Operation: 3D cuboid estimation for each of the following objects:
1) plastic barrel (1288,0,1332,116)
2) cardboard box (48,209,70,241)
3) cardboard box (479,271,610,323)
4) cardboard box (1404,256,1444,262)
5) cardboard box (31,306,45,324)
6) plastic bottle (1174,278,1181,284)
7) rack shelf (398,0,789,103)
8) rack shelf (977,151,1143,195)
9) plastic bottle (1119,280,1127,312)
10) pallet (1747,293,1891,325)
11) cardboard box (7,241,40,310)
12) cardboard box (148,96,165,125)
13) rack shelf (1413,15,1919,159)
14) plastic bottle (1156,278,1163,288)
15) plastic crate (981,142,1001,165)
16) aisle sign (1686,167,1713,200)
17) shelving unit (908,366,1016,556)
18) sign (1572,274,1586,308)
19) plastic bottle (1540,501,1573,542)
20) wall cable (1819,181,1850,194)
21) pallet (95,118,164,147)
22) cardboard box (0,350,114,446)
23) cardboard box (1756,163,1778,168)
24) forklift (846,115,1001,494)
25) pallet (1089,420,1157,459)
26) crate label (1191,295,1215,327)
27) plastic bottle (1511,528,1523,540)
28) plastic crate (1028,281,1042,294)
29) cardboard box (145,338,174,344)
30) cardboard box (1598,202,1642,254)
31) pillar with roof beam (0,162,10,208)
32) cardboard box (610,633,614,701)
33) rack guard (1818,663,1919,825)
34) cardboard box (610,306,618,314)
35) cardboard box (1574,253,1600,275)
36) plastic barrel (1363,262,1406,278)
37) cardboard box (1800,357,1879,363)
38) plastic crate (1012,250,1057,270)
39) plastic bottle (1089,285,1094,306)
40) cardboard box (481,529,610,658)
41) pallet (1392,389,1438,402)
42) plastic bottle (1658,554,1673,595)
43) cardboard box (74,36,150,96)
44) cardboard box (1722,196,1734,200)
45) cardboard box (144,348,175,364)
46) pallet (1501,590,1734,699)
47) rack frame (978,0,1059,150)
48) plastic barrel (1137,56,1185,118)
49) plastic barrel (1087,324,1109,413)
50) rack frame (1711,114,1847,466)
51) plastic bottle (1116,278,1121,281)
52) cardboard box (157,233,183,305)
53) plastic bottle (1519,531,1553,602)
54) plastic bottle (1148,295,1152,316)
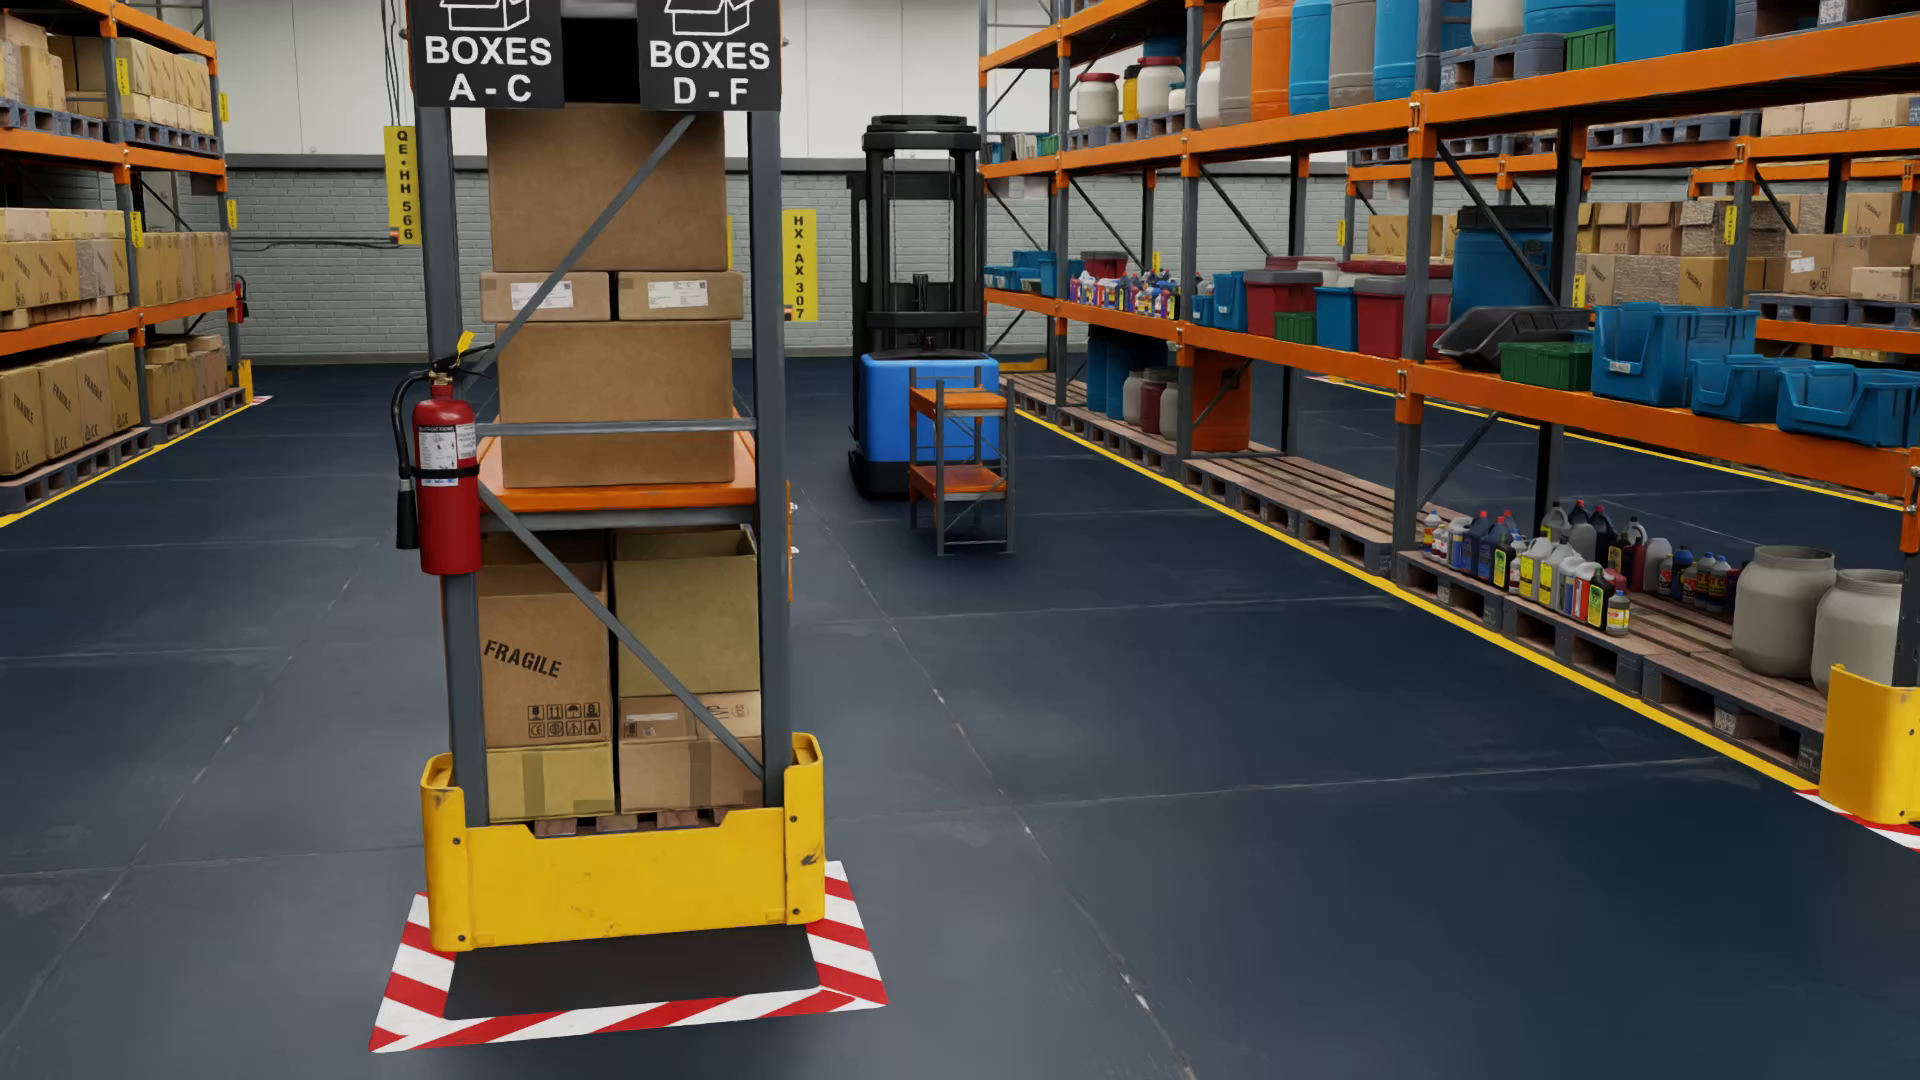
[{"bbox_3d":[2.500,-3.281,11.051,0.600,0.901,0.708,-2,11,-11],"label":"plastic barrel"},{"bbox_3d":[-7.577,-2.559,13.498,0.500,0.250,0.500,-2,11,-12],"label":"cardboard box"},{"bbox_3d":[-1.277,-0.754,5.134,0.380,0.149,0.250,-2,11,-12],"label":"cardboard box"},{"bbox_3d":[5.727,-3.309,20.165,0.500,0.250,0.500,-2,11,-12],"label":"cardboard box"},{"bbox_3d":[-7.544,-1.800,13.249,0.380,0.149,0.250,-2,11,-10],"label":"cardboard box"},{"bbox_3d":[2.099,-2.398,16.104,0.152,0.276,0.135,-2,11,-11],"label":"plastic bottle"},{"bbox_3d":[-1.405,-1.810,6.586,1.077,0.370,4.000,-2,11,-11],"label":"rack shelf"},{"bbox_3d":[1.121,-4.190,19.092,1.077,0.370,4.000,-2,11,-11],"label":"rack shelf"},{"bbox_3d":[1.507,-2.239,15.251,0.061,0.283,0.133,-2,11,-11],"label":"plastic bottle"},{"bbox_3d":[7.389,-1.929,13.822,1.213,0.211,1.003,-2,11,-11],"label":"pallet"},{"bbox_3d":[-7.366,-2.009,12.615,0.500,0.500,0.500,-2,11,-9],"label":"cardboard box"},{"bbox_3d":[-8.169,-4.229,16.380,0.500,0.250,0.500,-2,11,-12],"label":"cardboard box"},{"bbox_3d":[3.455,-1.990,7.529,1.077,0.370,4.000,-2,11,-11],"label":"rack shelf"},{"bbox_3d":[1.954,-2.412,16.192,0.097,0.271,0.097,0,11,0],"label":"plastic bottle"},{"bbox_3d":[0.533,-4.766,20.540,0.497,0.269,0.590,-2,11,-11],"label":"plastic crate"},{"bbox_3d":[10.167,-5.059,22.799,0.394,0.787,0.004,-2,11,-11],"label":"aisle sign"},{"bbox_3d":[-0.001,-0.554,11.098,0.538,1.125,1.048,-2,11,-11],"label":"shelving unit"},{"bbox_3d":[3.608,-1.390,9.738,0.100,0.325,0.005,-2,11,-11],"label":"sign"},{"bbox_3d":[3.332,-0.038,9.283,0.144,0.351,0.185,-2,11,-11],"label":"plastic bottle"},{"bbox_3d":[15.580,-5.564,29.689,0.588,1.984,0.122,-2,11,-11],"label":"wall cable"},{"bbox_3d":[-8.357,-3.924,16.004,1.003,0.211,1.213,-2,11,-11],"label":"pallet"},{"bbox_3d":[-7.778,-1.216,14.190,0.750,0.750,0.750,-2,11,-9],"label":"cardboard box"},{"bbox_3d":[10.523,-4.897,21.279,0.500,0.250,0.500,-2,11,-13],"label":"cardboard box"},{"bbox_3d":[-0.377,-2.022,13.979,1.130,2.935,3.031,-1,11,-7],"label":"forklift"},{"bbox_3d":[1.860,-0.966,15.709,1.003,0.211,1.213,-2,11,-11],"label":"pallet"},{"bbox_3d":[2.002,-1.797,13.062,0.303,0.233,0.416,-2,11,-11],"label":"crate label"},{"bbox_3d":[2.962,0.073,8.910,0.097,0.271,0.097,0,11,0],"label":"plastic bottle"},{"bbox_3d":[1.029,-2.793,18.426,0.437,0.125,0.590,-2,11,-11],"label":"plastic crate"},{"bbox_3d":[-8.825,-2.126,18.171,0.380,0.149,0.250,-2,11,-11],"label":"cardboard box"},{"bbox_3d":[6.759,-3.069,16.348,0.797,0.503,0.637,-2,11,-9],"label":"cardboard box"},{"bbox_3d":[-4.970,-5.544,16.256,9.100,9.000,0.400,-2,11,-11],"label":"pillar with roof beam"},{"bbox_3d":[-1.618,0.551,6.511,0.500,0.250,0.500,-2,11,-11],"label":"cardboard box"},{"bbox_3d":[3.783,0.713,6.113,1.175,0.500,0.348,-2,11,-11],"label":"rack guard"},{"bbox_3d":[-1.201,-0.555,5.820,0.700,0.500,0.500,-2,11,-10],"label":"cardboard box"},{"bbox_3d":[6.408,-2.655,16.858,0.500,0.500,0.500,-2,11,-12],"label":"cardboard box"},{"bbox_3d":[2.952,-1.621,11.327,0.433,0.535,0.433,0,11,0],"label":"plastic barrel"},{"bbox_3d":[7.306,-1.385,13.953,0.500,0.250,0.500,-2,11,-9],"label":"cardboard box"},{"bbox_3d":[0.980,-3.429,20.937,0.616,0.435,0.499,-2,11,-11],"label":"plastic crate"},{"bbox_3d":[1.312,-2.400,16.315,0.097,0.201,0.097,0,11,0],"label":"plastic bottle"},{"bbox_3d":[-1.621,0.182,6.441,0.500,0.500,0.500,-2,11,-11],"label":"cardboard box"},{"bbox_3d":[6.056,-1.880,20.511,1.003,0.211,1.213,-2,11,-11],"label":"pallet"},{"bbox_3d":[3.652,0.175,8.562,0.097,0.201,0.097,0,11,0],"label":"plastic bottle"},{"bbox_3d":[-8.072,-4.508,15.841,0.500,0.500,0.500,-2,11,-12],"label":"cardboard box"},{"bbox_3d":[10.407,-4.281,21.930,0.500,0.500,0.500,-2,11,-9],"label":"cardboard box"},{"bbox_3d":[-8.140,-1.851,16.724,0.380,0.149,0.250,-2,11,-9],"label":"cardboard box"},{"bbox_3d":[3.396,0.482,8.097,1.003,0.211,1.213,-2,11,-11],"label":"pallet"},{"bbox_3d":[0.732,-6.384,20.672,1.000,3.000,0.127,-2,11,-11],"label":"rack frame"},{"bbox_3d":[1.795,-4.036,14.871,0.433,0.535,0.433,0,11,0],"label":"plastic barrel"},{"bbox_3d":[1.599,-1.779,17.008,0.600,0.901,0.708,-2,11,-11],"label":"plastic barrel"},{"bbox_3d":[7.146,-2.150,14.470,1.000,3.000,0.127,-2,11,-11],"label":"rack frame"},{"bbox_3d":[1.556,-2.380,16.008,0.152,0.276,0.135,-2,11,-11],"label":"plastic bottle"},{"bbox_3d":[-8.434,-2.725,16.688,0.980,0.700,0.700,-2,11,-12],"label":"cardboard box"},{"bbox_3d":[2.935,0.125,8.427,0.144,0.351,0.185,-2,11,-11],"label":"plastic bottle"},{"bbox_3d":[1.685,-2.049,14.469,0.097,0.201,0.097,0,11,0],"label":"plastic bottle"}]
